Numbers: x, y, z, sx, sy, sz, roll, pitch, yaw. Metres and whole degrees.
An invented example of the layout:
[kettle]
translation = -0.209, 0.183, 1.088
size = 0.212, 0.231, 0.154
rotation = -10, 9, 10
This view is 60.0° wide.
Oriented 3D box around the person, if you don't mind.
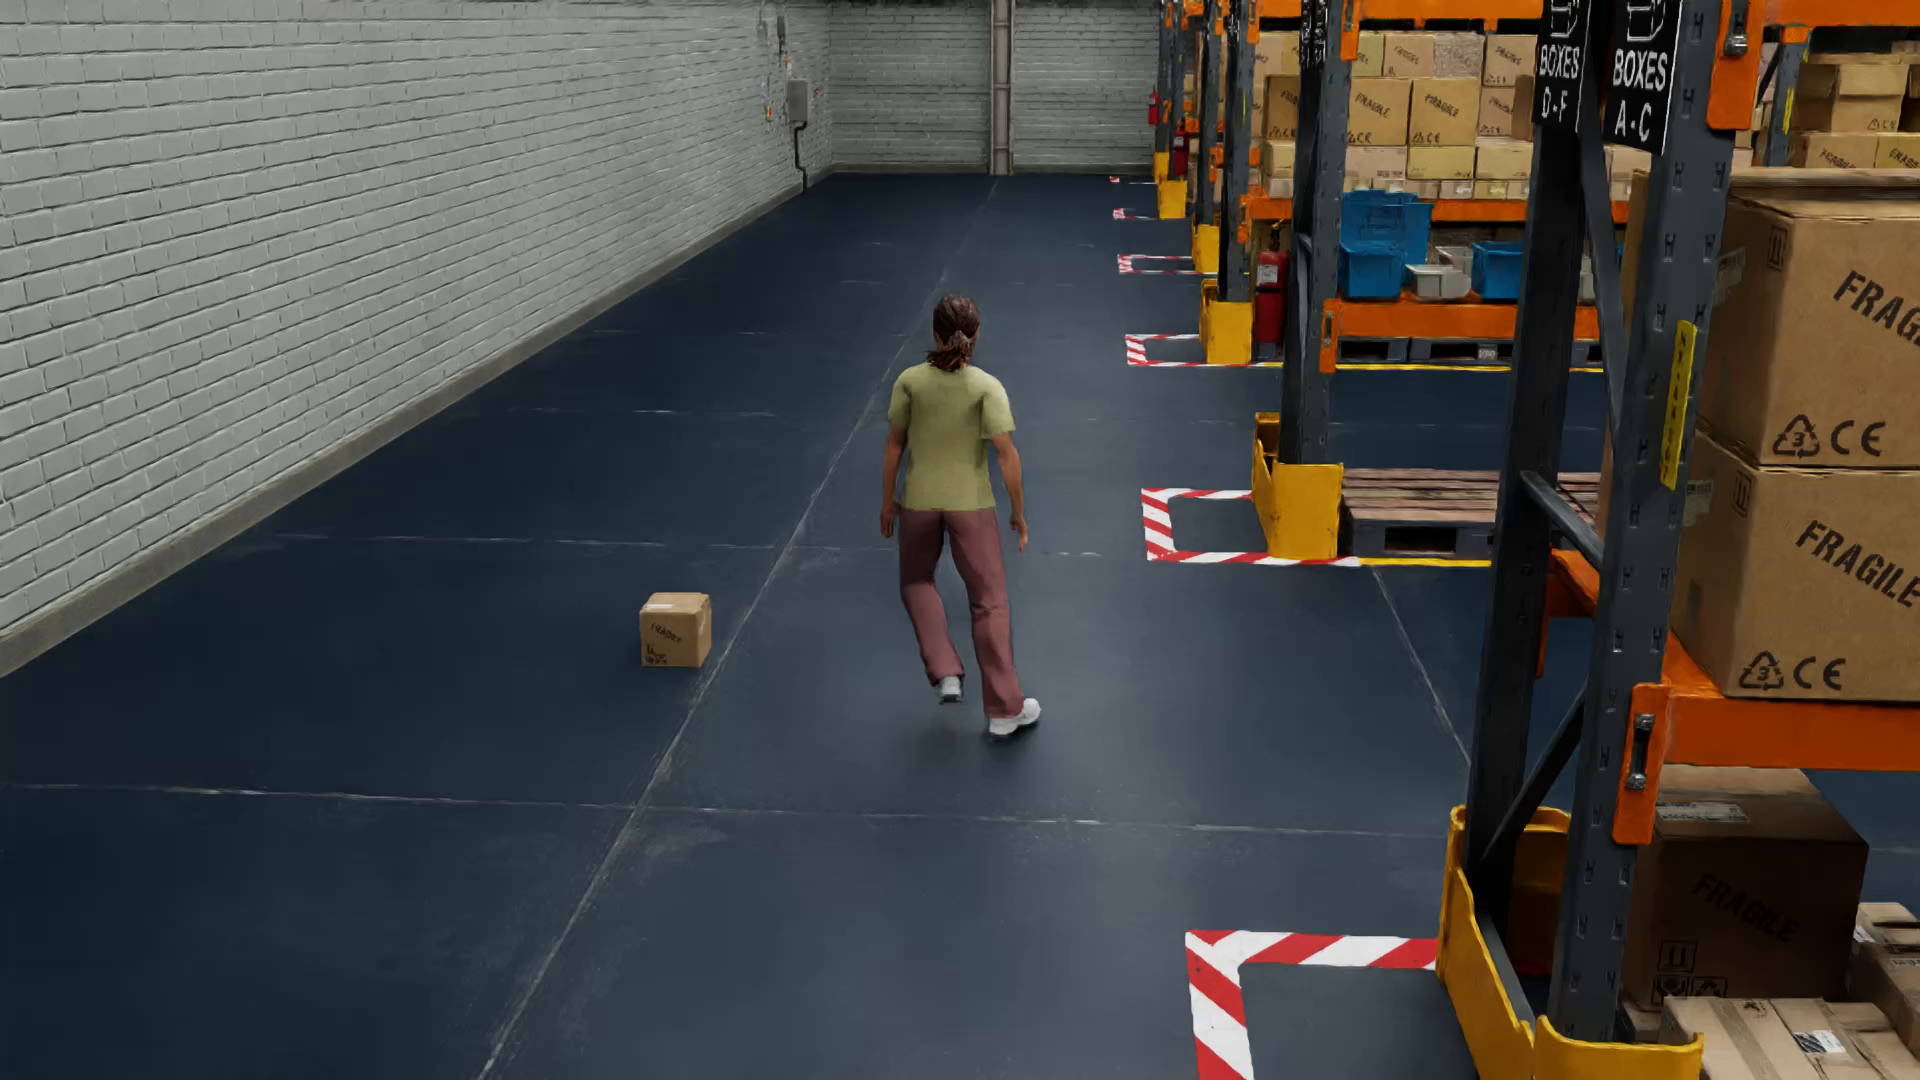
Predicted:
[person]
translation = -0.006, -0.092, 6.305
size = 0.636, 1.644, 0.402
rotation = 3, 18, 10
